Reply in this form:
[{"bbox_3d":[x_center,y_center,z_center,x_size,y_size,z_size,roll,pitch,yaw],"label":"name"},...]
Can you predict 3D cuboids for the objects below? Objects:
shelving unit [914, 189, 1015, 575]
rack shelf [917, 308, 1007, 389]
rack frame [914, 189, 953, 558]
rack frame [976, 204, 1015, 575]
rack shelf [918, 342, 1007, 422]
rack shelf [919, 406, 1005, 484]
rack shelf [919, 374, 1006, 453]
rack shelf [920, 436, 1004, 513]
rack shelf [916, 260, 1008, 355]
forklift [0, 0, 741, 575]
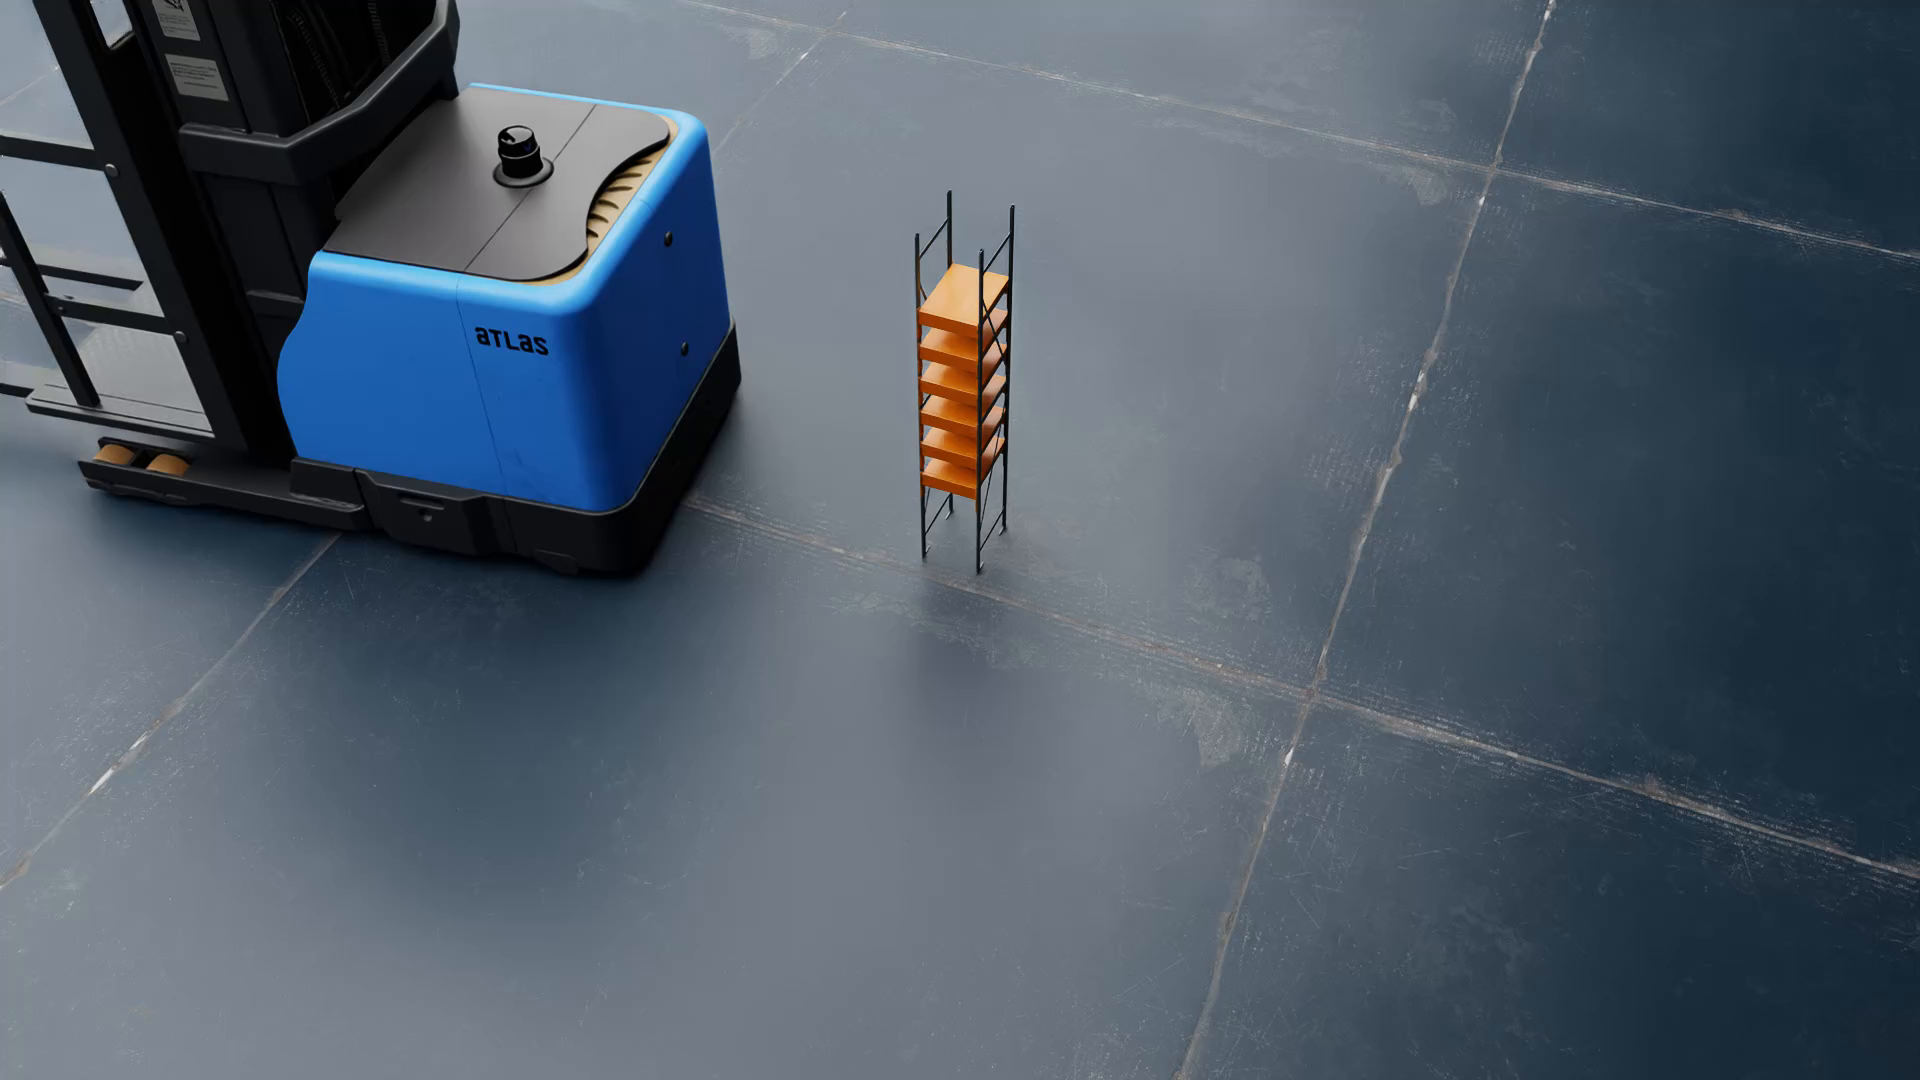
[{"bbox_3d":[0.013,-0.421,4.823,0.189,1.200,0.258,16,47,16],"label":"shelving unit"},{"bbox_3d":[0.013,-0.560,4.685,0.180,0.103,0.258,16,47,16],"label":"rack shelf"},{"bbox_3d":[-0.071,-0.446,4.848,0.006,1.200,0.240,16,47,16],"label":"rack frame"},{"bbox_3d":[0.098,-0.397,4.798,0.006,1.200,0.240,16,47,16],"label":"rack frame"},{"bbox_3d":[0.013,-0.475,4.770,0.180,0.103,0.258,16,47,16],"label":"rack shelf"},{"bbox_3d":[0.013,-0.305,4.939,0.180,0.103,0.258,16,47,16],"label":"rack shelf"},{"bbox_3d":[0.013,-0.390,4.854,0.180,0.103,0.258,16,47,16],"label":"rack shelf"},{"bbox_3d":[0.013,-0.220,5.023,0.180,0.103,0.258,16,47,16],"label":"rack shelf"},{"bbox_3d":[0.013,-0.645,4.600,0.180,0.103,0.258,16,47,16],"label":"rack shelf"},{"bbox_3d":[-2.324,-1.500,4.679,3.031,2.935,1.130,10,46,10],"label":"forklift"}]
